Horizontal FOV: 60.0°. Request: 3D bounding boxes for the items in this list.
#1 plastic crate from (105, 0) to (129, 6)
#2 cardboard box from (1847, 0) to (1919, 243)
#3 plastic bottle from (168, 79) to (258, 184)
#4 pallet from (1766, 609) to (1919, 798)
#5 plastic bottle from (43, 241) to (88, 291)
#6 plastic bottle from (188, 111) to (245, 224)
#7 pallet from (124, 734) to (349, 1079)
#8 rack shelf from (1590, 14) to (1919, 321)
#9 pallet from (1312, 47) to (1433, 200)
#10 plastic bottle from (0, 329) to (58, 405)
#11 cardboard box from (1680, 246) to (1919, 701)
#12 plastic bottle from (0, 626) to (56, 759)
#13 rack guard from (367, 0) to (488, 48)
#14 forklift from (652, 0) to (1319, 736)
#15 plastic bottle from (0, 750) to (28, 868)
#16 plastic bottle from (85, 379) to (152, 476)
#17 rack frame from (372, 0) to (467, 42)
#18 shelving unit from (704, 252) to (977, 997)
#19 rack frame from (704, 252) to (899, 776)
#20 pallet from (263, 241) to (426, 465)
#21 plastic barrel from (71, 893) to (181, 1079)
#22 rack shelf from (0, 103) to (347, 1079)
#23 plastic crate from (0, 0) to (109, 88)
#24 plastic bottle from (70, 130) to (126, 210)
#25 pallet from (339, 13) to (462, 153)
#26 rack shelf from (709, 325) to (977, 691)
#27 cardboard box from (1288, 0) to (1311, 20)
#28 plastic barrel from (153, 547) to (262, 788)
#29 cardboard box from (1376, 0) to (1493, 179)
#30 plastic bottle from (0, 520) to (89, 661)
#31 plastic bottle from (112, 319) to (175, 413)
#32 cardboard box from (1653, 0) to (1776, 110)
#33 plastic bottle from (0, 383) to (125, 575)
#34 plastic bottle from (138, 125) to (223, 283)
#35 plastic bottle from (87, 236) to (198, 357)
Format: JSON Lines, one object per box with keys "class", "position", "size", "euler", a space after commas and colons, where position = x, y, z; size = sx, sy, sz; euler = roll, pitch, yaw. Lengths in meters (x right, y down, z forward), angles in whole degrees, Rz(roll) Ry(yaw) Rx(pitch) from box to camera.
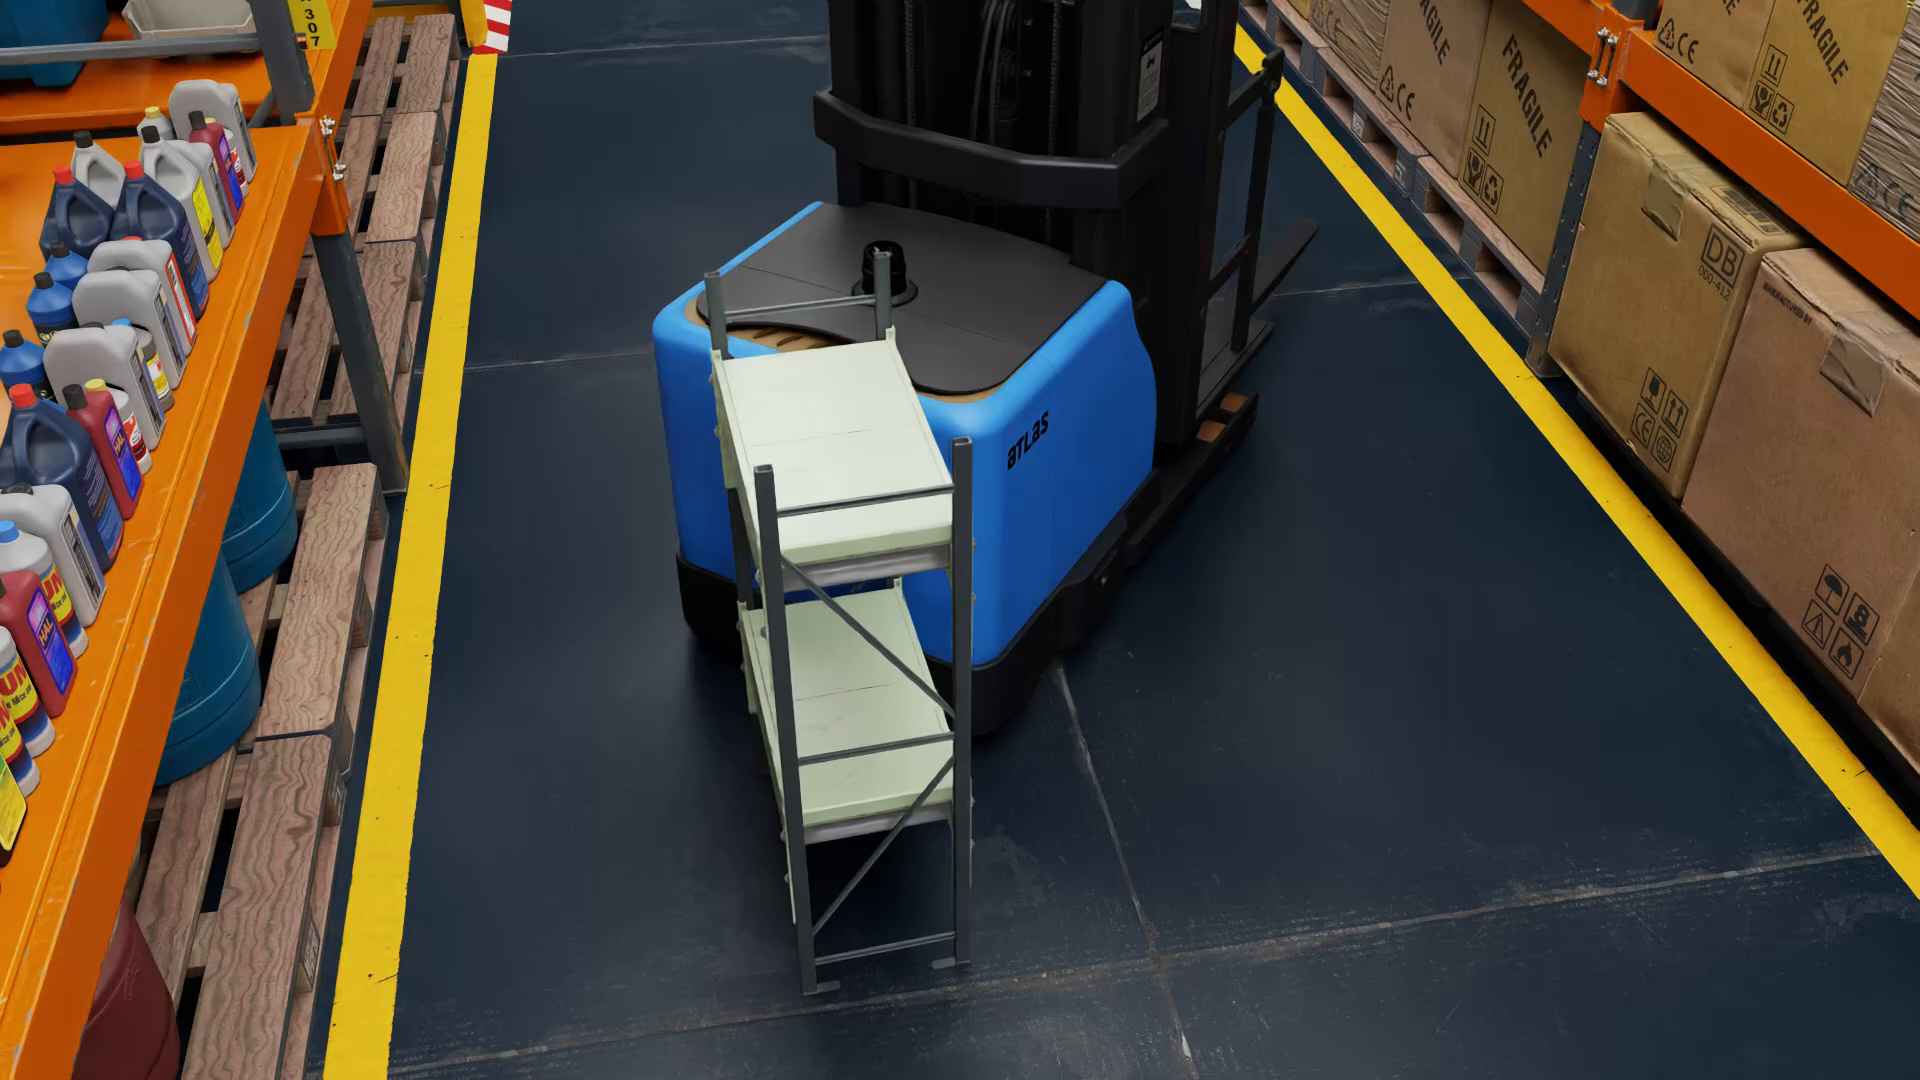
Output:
{"class": "plastic crate", "position": [-2.772, -1.878, 5.398], "size": [0.437, 0.125, 0.590], "euler": [-6, 38, -8]}
{"class": "cardboard box", "position": [2.576, -0.978, 3.982], "size": [0.500, 0.500, 0.500], "euler": [-7, 38, -9]}
{"class": "plastic bottle", "position": [-1.924, -1.064, 4.275], "size": [0.152, 0.276, 0.135], "euler": [-6, 38, -8]}
{"class": "pallet", "position": [2.992, 0.449, 4.500], "size": [1.003, 0.211, 1.213], "euler": [-6, 38, -8]}
{"class": "plastic bottle", "position": [-1.891, -0.512, 3.569], "size": [0.097, 0.271, 0.097], "euler": [0, 38, 0]}
{"class": "plastic bottle", "position": [-1.839, -0.932, 4.100], "size": [0.061, 0.283, 0.133], "euler": [-6, 38, -8]}
{"class": "pallet", "position": [-2.000, 0.994, 3.798], "size": [1.003, 0.211, 1.213], "euler": [-6, 38, -8]}
{"class": "rack shelf", "position": [2.915, -0.357, 3.851], "size": [1.077, 0.370, 4.000], "euler": [-6, 38, -8]}
{"class": "pallet", "position": [2.291, -1.954, 7.593], "size": [1.003, 0.211, 1.213], "euler": [-6, 38, -8]}
{"class": "plastic bottle", "position": [-1.827, -0.291, 3.284], "size": [0.097, 0.271, 0.097], "euler": [0, 38, 0]}
{"class": "cardboard box", "position": [2.854, -0.252, 4.518], "size": [1.225, 0.875, 0.875], "euler": [-7, 38, -10]}
{"class": "plastic bottle", "position": [-1.523, 0.223, 2.622], "size": [0.097, 0.271, 0.097], "euler": [0, 38, 0]}
{"class": "rack guard", "position": [-3.030, -2.758, 8.393], "size": [1.175, 0.500, 0.348], "euler": [-6, 38, -8]}
{"class": "forklift", "position": [0.359, -1.517, 4.813], "size": [1.130, 2.935, 3.031], "euler": [19, 42, 23]}
{"class": "plastic bottle", "position": [-1.468, 0.345, 2.456], "size": [0.061, 0.283, 0.133], "euler": [-6, 38, -8]}
{"class": "plastic bottle", "position": [-1.660, -0.221, 3.251], "size": [0.097, 0.201, 0.097], "euler": [0, 38, 0]}
{"class": "rack frame", "position": [-3.013, -3.732, 7.609], "size": [1.000, 3.000, 0.127], "euler": [-6, 38, -8]}
{"class": "shelving unit", "position": [-0.261, 0.219, 3.745], "size": [0.431, 1.500, 0.755], "euler": [-9, 39, -11]}
{"class": "rack frame", "position": [-0.348, 0.001, 4.026], "size": [0.400, 1.500, 0.023], "euler": [-9, 39, -11]}
{"class": "pallet", "position": [-2.479, -0.655, 5.921], "size": [1.003, 0.211, 1.213], "euler": [-6, 38, -8]}
{"class": "plastic barrel", "position": [-1.911, 0.911, 3.256], "size": [0.600, 0.588, 0.708], "euler": [-6, 38, -8]}
{"class": "rack shelf", "position": [-1.961, 0.176, 3.165], "size": [1.077, 0.370, 4.000], "euler": [-6, 38, -8]}
{"class": "plastic crate", "position": [-2.729, -1.579, 4.801], "size": [0.392, 0.384, 0.575], "euler": [-6, 38, -8]}
{"class": "plastic bottle", "position": [-1.970, -0.761, 3.825], "size": [0.144, 0.351, 0.185], "euler": [-6, 38, -8]}
{"class": "pallet", "position": [-2.906, -2.129, 7.818], "size": [1.003, 0.211, 1.213], "euler": [-6, 38, -8]}
{"class": "rack shelf", "position": [-0.261, -0.089, 3.505], "size": [0.431, 0.370, 0.720], "euler": [-9, 39, -11]}
{"class": "cardboard box", "position": [2.055, -3.214, 8.331], "size": [0.875, 0.875, 0.875], "euler": [-6, 38, -8]}
{"class": "plastic barrel", "position": [-2.109, 0.105, 4.038], "size": [0.600, 0.901, 0.708], "euler": [-6, 38, -8]}
{"class": "cardboard box", "position": [2.370, -2.126, 6.932], "size": [0.875, 0.875, 0.875], "euler": [-6, 38, -8]}
{"class": "plastic bottle", "position": [-1.564, 0.084, 2.802], "size": [0.097, 0.271, 0.097], "euler": [0, 38, 0]}
{"class": "plastic bottle", "position": [-1.701, -0.361, 3.431], "size": [0.097, 0.201, 0.097], "euler": [0, 38, 0]}
{"class": "cardboard box", "position": [2.399, -1.584, 4.762], "size": [0.500, 0.500, 0.500], "euler": [-6, 38, -8]}
{"class": "plastic bottle", "position": [-1.635, -0.111, 2.988], "size": [0.144, 0.351, 0.185], "euler": [-6, 38, -8]}
{"class": "plastic bottle", "position": [-1.828, -0.777, 3.845], "size": [0.144, 0.351, 0.185], "euler": [-6, 38, -8]}
{"class": "plastic bottle", "position": [-1.772, -0.539, 3.599], "size": [0.152, 0.276, 0.135], "euler": [-6, 38, -8]}
